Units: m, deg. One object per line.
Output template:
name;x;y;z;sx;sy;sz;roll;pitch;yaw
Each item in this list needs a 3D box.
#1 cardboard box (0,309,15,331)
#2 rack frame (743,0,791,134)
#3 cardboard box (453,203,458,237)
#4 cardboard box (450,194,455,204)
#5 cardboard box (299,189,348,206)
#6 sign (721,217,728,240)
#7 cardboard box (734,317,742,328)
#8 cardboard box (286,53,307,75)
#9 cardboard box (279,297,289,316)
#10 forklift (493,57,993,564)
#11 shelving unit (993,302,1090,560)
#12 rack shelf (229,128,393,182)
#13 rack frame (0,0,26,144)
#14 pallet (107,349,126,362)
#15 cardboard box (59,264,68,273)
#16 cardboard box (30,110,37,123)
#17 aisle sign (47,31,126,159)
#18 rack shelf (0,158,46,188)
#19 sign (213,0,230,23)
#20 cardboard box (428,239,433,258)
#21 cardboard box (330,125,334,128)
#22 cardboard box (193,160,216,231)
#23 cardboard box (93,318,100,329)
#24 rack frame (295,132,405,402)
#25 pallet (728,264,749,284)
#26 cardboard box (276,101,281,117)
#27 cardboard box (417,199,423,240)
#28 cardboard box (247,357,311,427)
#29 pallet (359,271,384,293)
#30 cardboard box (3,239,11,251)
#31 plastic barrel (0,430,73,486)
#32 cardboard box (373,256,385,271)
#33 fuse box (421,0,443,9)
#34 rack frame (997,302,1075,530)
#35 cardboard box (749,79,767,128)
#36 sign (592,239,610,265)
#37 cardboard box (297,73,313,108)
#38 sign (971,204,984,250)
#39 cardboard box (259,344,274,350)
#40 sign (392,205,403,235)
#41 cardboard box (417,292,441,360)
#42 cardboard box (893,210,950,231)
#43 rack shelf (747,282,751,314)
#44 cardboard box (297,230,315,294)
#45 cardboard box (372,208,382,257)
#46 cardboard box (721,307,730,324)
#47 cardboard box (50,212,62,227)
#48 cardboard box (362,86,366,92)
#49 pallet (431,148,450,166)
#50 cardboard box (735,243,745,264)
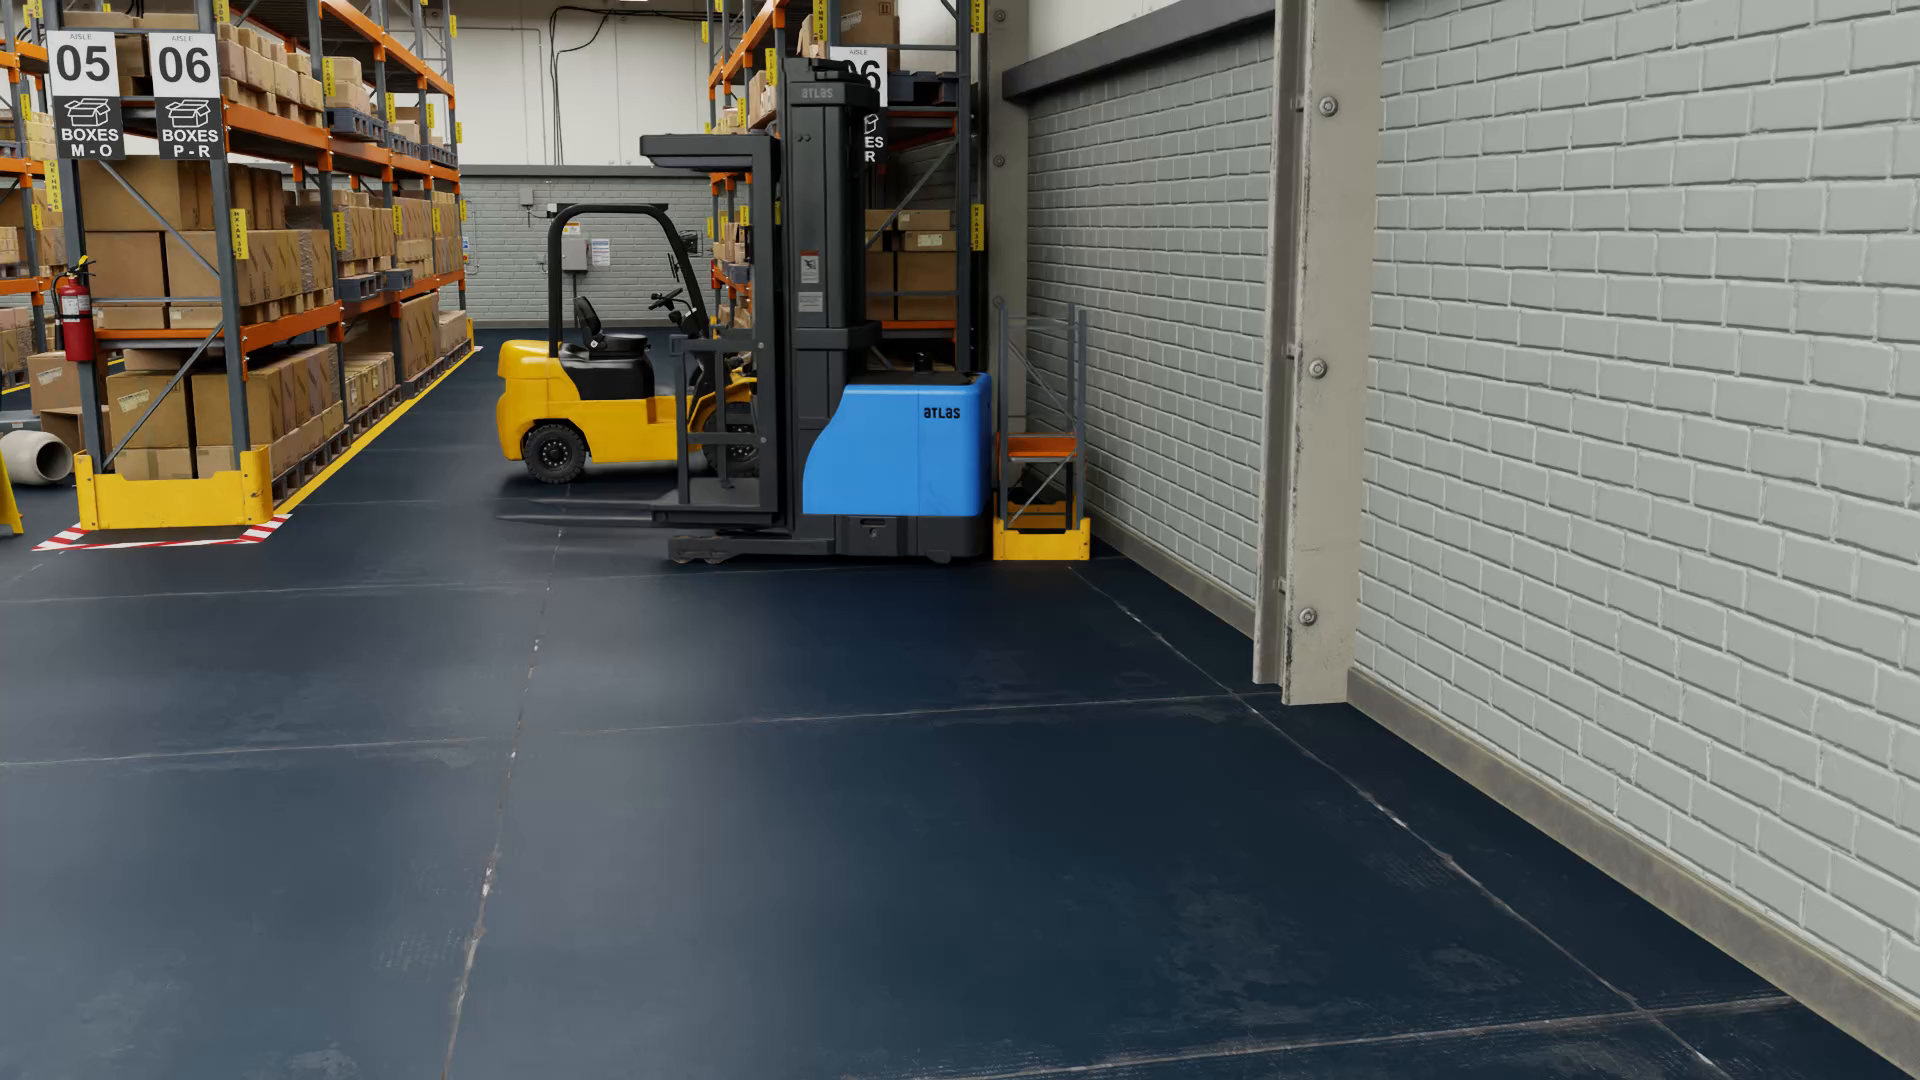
cardboard box;-11.983;-2.702;20.429;0.500;0.250;0.500;-2;11;-8
rack frame;-1.981;-6.171;19.052;1.000;3.000;0.127;-2;11;-11
cardboard box;-7.947;-4.876;25.350;0.500;0.500;0.500;-2;11;-11
cardboard box;-7.933;-5.221;25.426;0.380;0.149;0.250;-2;11;-12
cardboard box;-5.816;-3.129;15.190;0.380;0.149;0.250;-2;11;-11
sign;-3.290;-4.362;23.275;0.100;0.325;0.005;-2;11;-11
cardboard box;-2.886;-2.839;23.153;0.500;0.500;0.500;-2;11;-9
cardboard box;-5.528;-3.862;13.483;0.380;0.149;0.250;-2;11;-9
cardboard box;-5.411;-1.810;12.853;0.380;0.149;0.250;-2;11;-13
forklift;-1.334;-1.392;10.172;3.031;2.935;1.130;1;11;5
shelving unit;0.494;-0.715;10.441;0.587;1.500;1.083;0;11;0
rack shelf;-6.460;-3.796;16.520;1.077;0.370;4.000;-2;11;-11
rack frame;-12.463;-6.525;20.911;1.000;3.000;0.127;-2;11;-11
pallet;-13.103;-2.777;24.724;1.003;0.211;1.213;-2;11;-11
cardboard box;-12.456;-3.709;22.831;0.380;0.149;0.250;-2;11;-10
cardboard box;-12.302;-5.533;21.717;0.380;0.149;0.250;-3;11;-13
aisle sign;-5.566;-2.831;10.594;0.394;0.787;0.004;-2;11;-11
rack shelf;-12.852;-5.065;23.186;1.077;0.370;4.000;-2;11;-11
sign;-4.761;-3.498;10.694;0.100;0.325;0.005;-2;11;-11
cardboard box;-7.303;-3.876;22.104;0.500;0.250;0.500;-2;11;-11
cardboard box;-6.524;-4.288;16.906;0.797;0.503;0.637;-2;11;-11
cardboard box;-5.698;-2.441;11.761;0.700;0.500;0.500;-2;11;-10
cardboard box;-12.627;-3.134;24.048;0.380;0.149;0.250;-2;11;-9
rack frame;-6.849;-3.043;18.661;1.000;3.000;0.127;-2;11;-11
pallet;-2.182;-3.252;20.271;1.213;0.211;1.003;-2;11;-11
cardboard box;-5.557;-3.373;13.043;0.380;0.149;0.250;-2;11;-10
cardboard box;-7.107;-4.056;21.040;0.500;0.500;0.500;-2;11;-9
cardboard box;-5.380;-1.150;12.941;0.500;0.500;0.500;-2;11;-10
pallet;-6.424;-2.587;16.779;1.003;0.211;1.213;-2;11;-11
cardboard box;-12.139;-3.693;20.829;0.380;0.149;0.250;-2;11;-11
plastic barrel;-7.180;-0.634;12.894;0.512;0.421;0.421;6;12;28
cardboard box;-6.230;-2.887;17.389;0.380;0.149;0.250;-2;11;-10
fuse box;-9.768;-10.048;30.864;0.513;0.334;0.176;-2;11;-11
rack frame;0.495;-0.808;10.931;0.500;1.500;0.032;0;11;0
cardboard box;-2.079;-4.860;18.530;0.500;0.500;0.500;-2;11;-11
sign;-6.992;-5.602;32.362;0.329;0.494;0.001;-2;11;-11
cardboard box;-5.622;-3.691;13.652;0.500;0.250;0.500;-2;11;-12
sign;0.121;-2.240;11.916;0.100;0.325;0.005;-2;11;-11
cardboard box;-6.221;-1.415;14.334;0.500;0.500;0.500;-2;11;-8
sign;-6.319;-3.594;18.673;0.100;0.325;0.005;-2;11;-11
cardboard box;-7.428;-2.828;22.093;0.875;0.875;0.875;-2;11;-9
cardboard box;-0.281;-2.340;12.171;0.380;0.149;0.250;-2;11;-12
rack shelf;-1.592;-2.504;17.753;1.077;0.370;4.000;-2;11;-11
cardboard box;-5.529;-2.243;13.395;0.500;0.500;0.500;-2;11;-9
cardboard box;-6.277;-3.184;17.217;0.500;0.500;0.500;-3;11;-15
cardboard box;-3.383;-3.396;26.078;0.700;0.500;0.500;-2;11;-9
cardboard box;-12.427;-4.450;22.319;0.500;0.500;0.500;-2;11;-13
cardboard box;-7.070;-4.837;18.666;0.797;0.503;0.637;-3;11;-15
pallet;-8.010;-5.580;24.207;1.003;0.211;1.213;-2;11;-11
cardboard box;-2.504;-3.538;20.542;0.500;0.250;0.500;-3;11;-14
